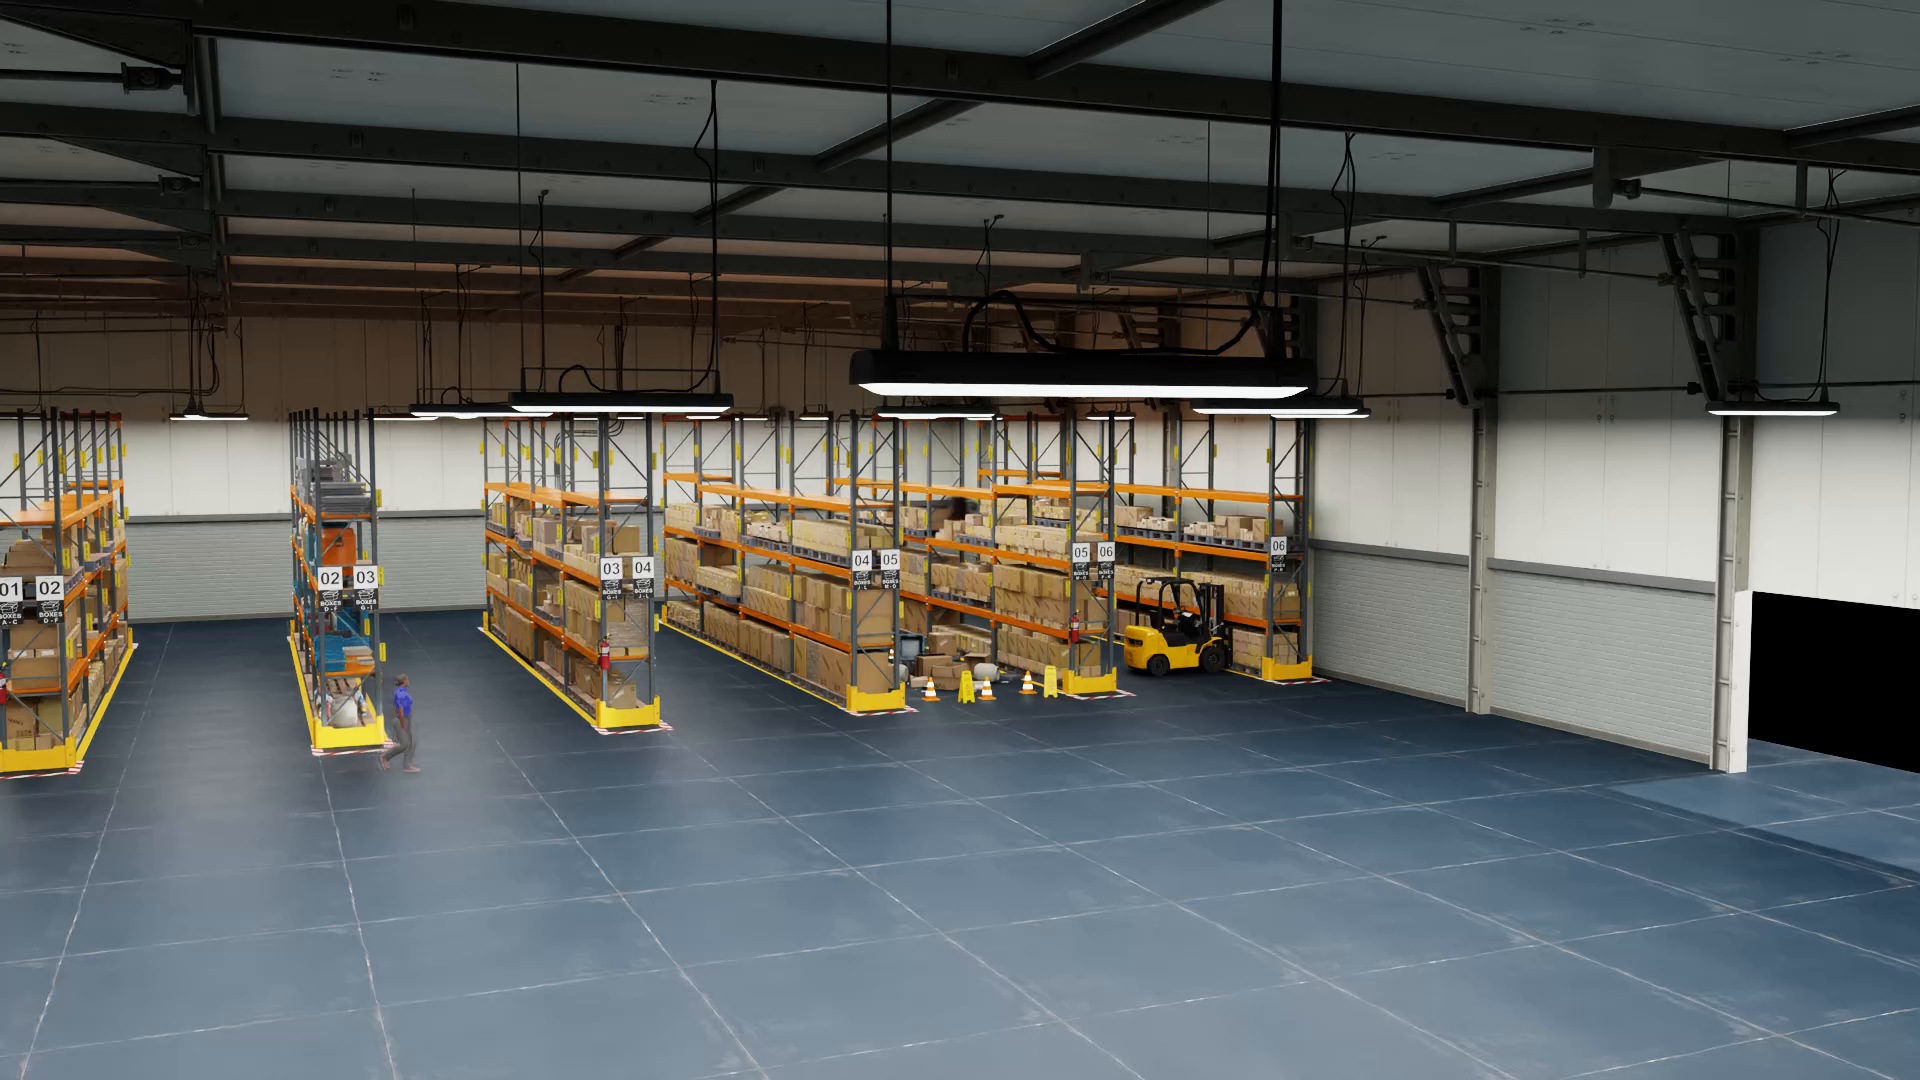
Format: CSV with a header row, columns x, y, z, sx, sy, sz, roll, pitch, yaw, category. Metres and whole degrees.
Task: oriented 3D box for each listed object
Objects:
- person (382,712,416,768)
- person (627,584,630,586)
x,y,z,sx,sy,sz,roll,pitch,yaw,category
-9.168,3.284,27.213,0.478,0.921,0.413,1,4,9,person
-9.852,1.422,48.566,0.521,1.647,0.824,-1,4,-13,person
